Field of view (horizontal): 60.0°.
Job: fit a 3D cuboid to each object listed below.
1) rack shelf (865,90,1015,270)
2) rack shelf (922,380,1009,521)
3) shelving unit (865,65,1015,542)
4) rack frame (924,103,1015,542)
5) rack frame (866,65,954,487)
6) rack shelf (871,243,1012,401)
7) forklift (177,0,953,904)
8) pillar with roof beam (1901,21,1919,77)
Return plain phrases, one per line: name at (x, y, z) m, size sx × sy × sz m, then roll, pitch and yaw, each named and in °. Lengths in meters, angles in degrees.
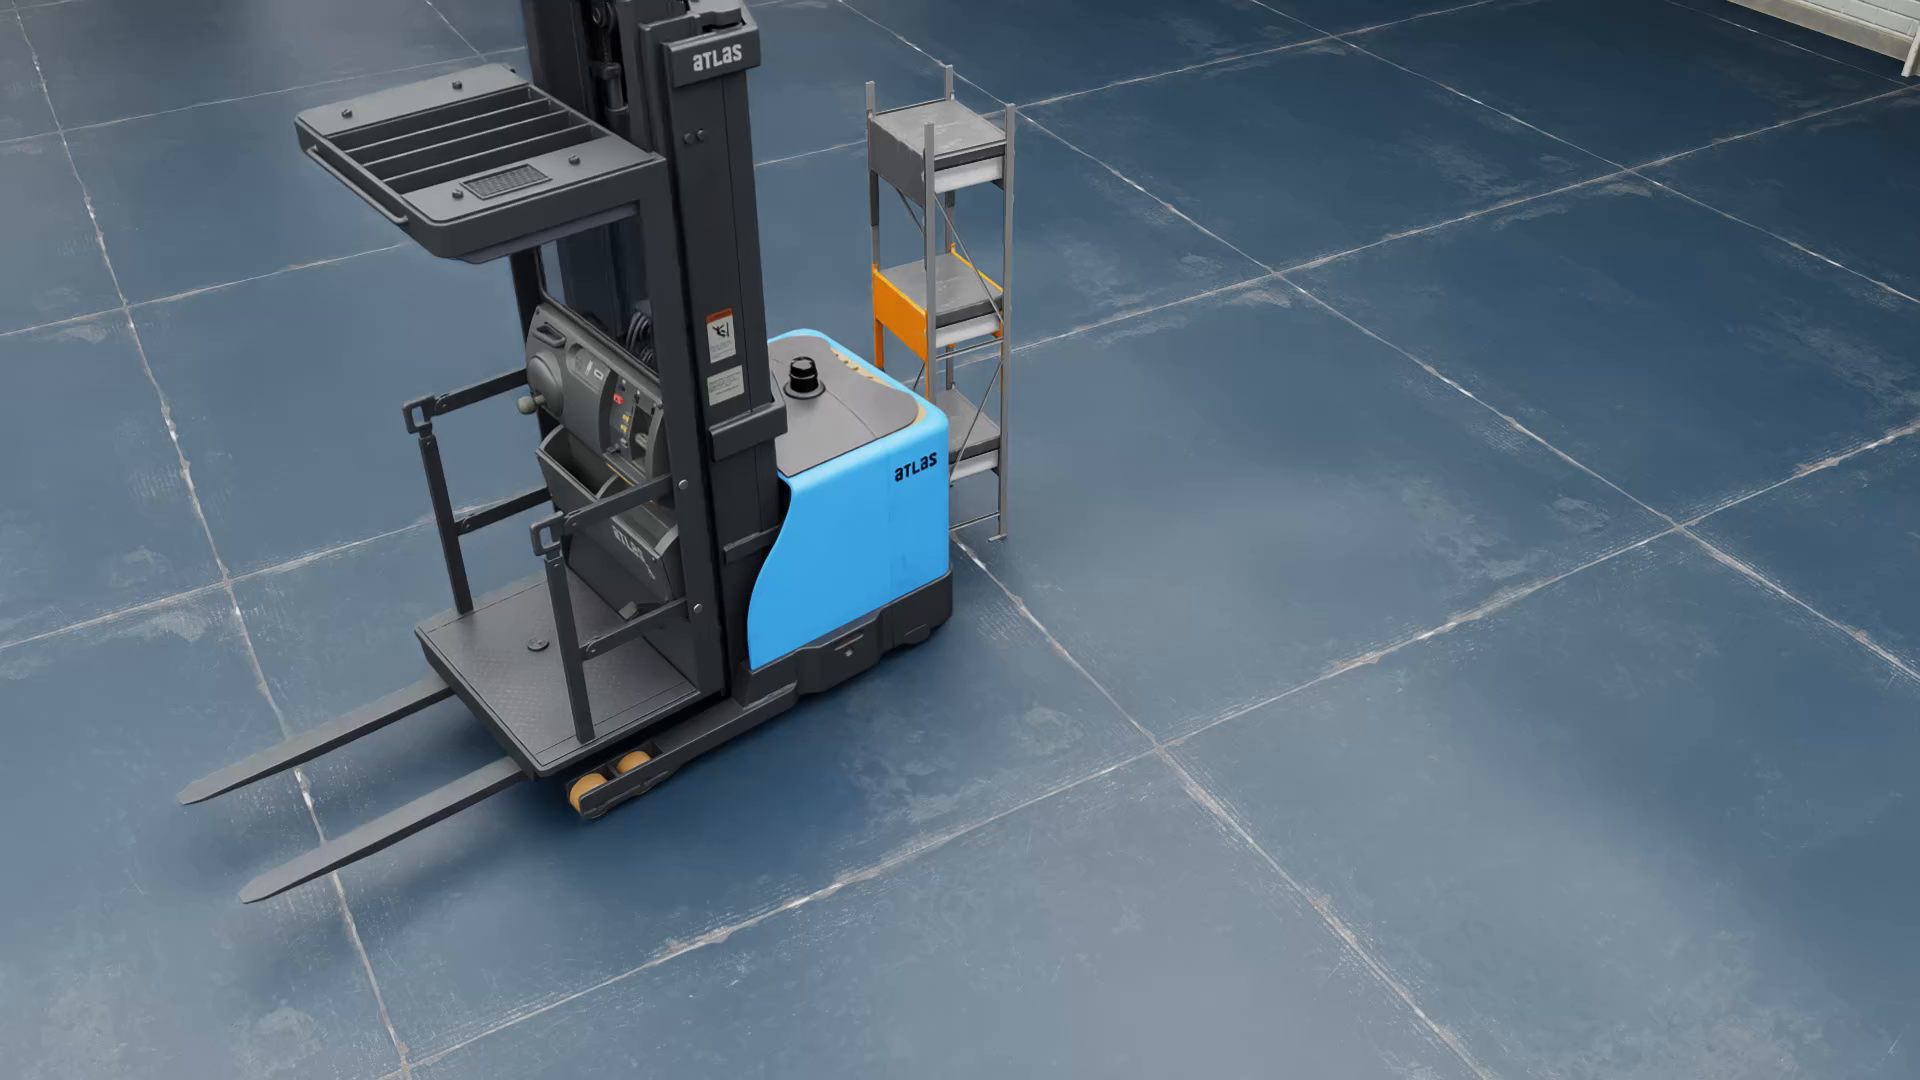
rack shelf at (-0.083, -1.487, 6.841) m, size 0.431 × 0.518 × 0.480 m, roll -19°, pitch 40°, yaw -24°
rack shelf at (-0.083, -0.356, 7.667) m, size 0.431 × 0.518 × 0.480 m, roll -19°, pitch 40°, yaw -24°
shelving unit at (-0.083, -0.932, 7.246) m, size 0.431 × 2.100 × 0.503 m, roll -19°, pitch 40°, yaw -24°
rack frame at (0.039, -0.808, 7.076) m, size 0.400 × 2.100 × 0.015 m, roll -19°, pitch 40°, yaw -24°
rack frame at (-0.206, -1.057, 7.417) m, size 0.400 × 2.100 × 0.015 m, roll -19°, pitch 40°, yaw -24°
rack shelf at (-0.083, -0.921, 7.254) m, size 0.431 × 0.518 × 0.480 m, roll -19°, pitch 40°, yaw -24°
forklift at (-1.490, -0.483, 5.926) m, size 3.031 × 2.935 × 1.130 m, roll -26°, pitch 43°, yaw -31°
pillar with roof beam at (3.620, -5.821, 8.091) m, size 9.100 × 9.000 × 0.400 m, roll -19°, pitch 40°, yaw -24°
